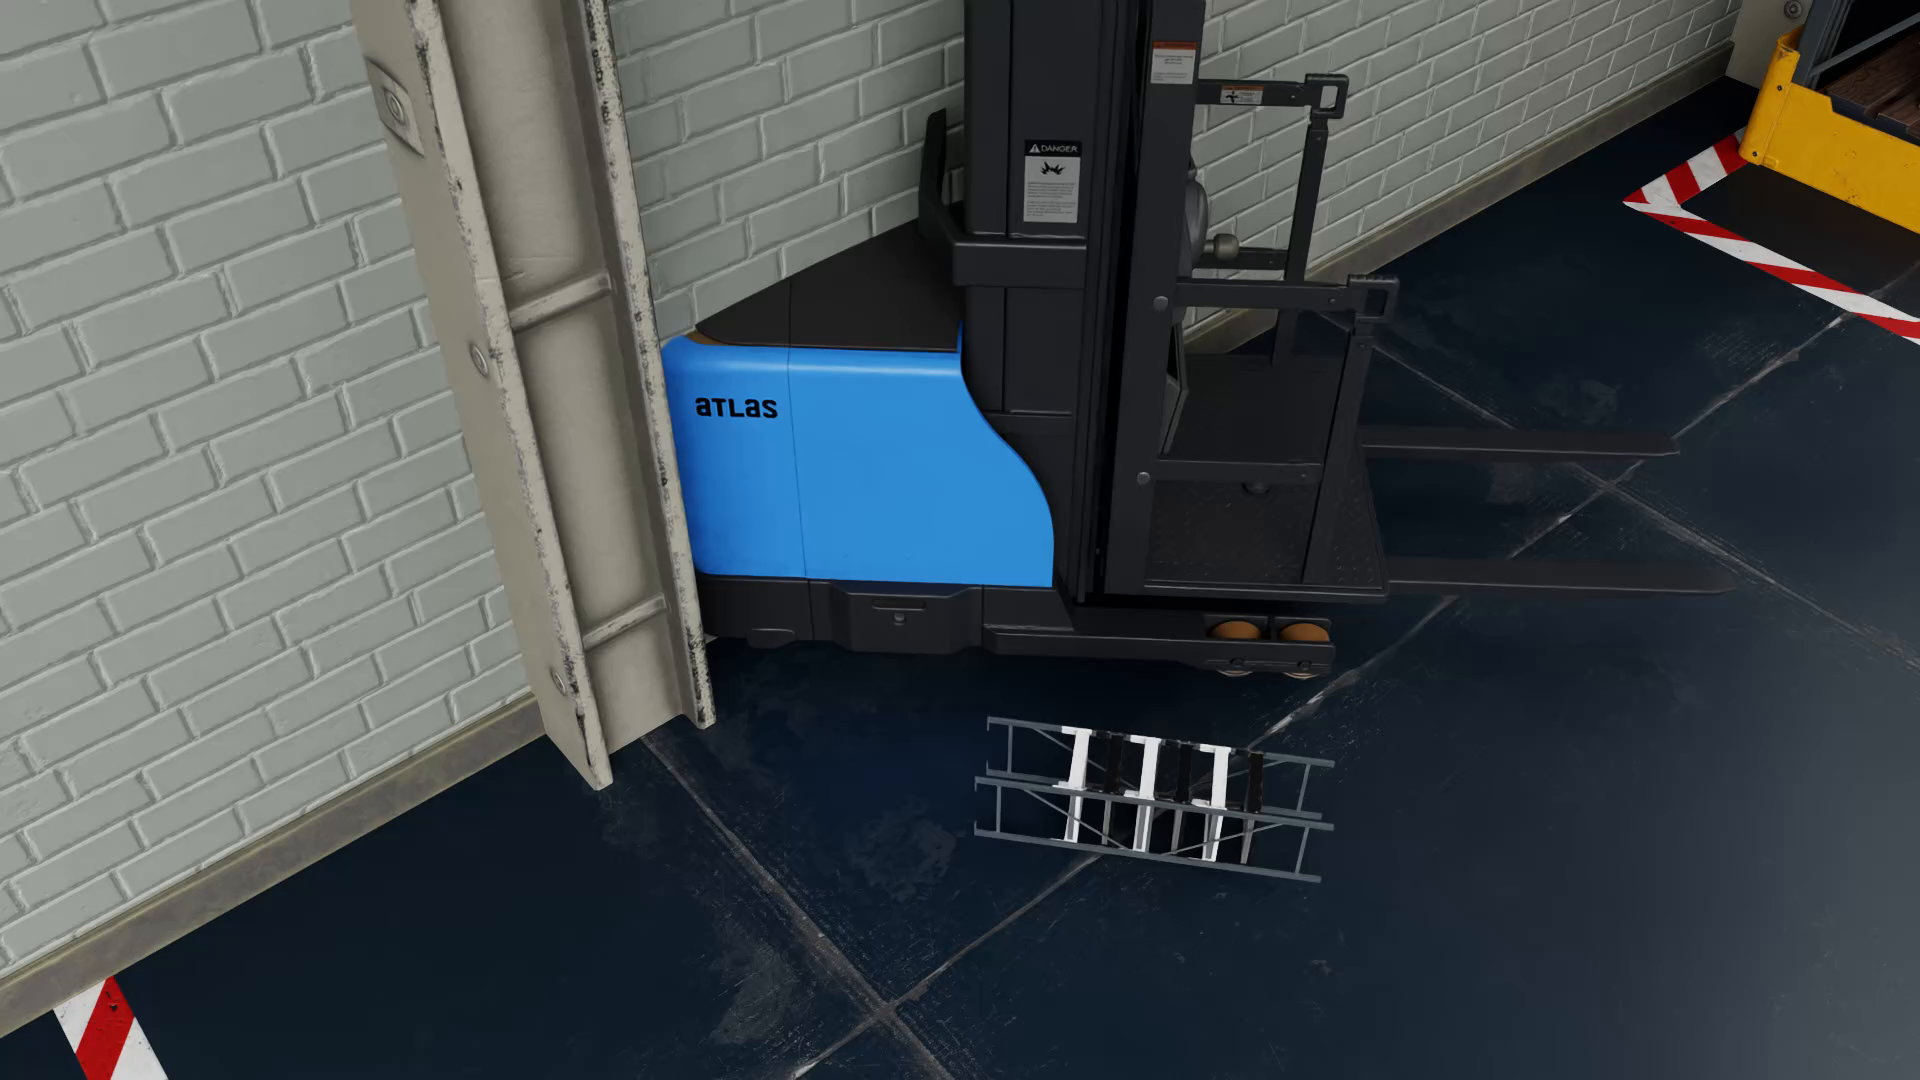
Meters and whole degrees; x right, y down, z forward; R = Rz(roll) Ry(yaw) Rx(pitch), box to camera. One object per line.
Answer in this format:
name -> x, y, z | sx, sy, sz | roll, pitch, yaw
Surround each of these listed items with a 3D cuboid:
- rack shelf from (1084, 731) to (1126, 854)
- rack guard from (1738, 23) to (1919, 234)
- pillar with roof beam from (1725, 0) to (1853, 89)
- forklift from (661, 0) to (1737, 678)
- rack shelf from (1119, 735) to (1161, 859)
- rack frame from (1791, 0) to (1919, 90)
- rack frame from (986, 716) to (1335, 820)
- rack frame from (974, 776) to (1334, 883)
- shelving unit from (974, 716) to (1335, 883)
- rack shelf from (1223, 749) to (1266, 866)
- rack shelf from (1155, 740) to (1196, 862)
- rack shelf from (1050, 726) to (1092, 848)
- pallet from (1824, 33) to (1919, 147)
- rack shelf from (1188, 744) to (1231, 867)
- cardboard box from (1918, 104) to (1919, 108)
rack shelf -> 0.377, 0.657, 4.335 | 0.077, 0.258, 0.200 | 7, 44, 7
rack guard -> 3.744, -1.573, 6.559 | 0.348, 0.500, 1.175 | -30, 51, -28
pillar with roof beam -> 6.429, -3.138, 2.018 | 0.400, 9.000, 9.100 | -30, 51, -28
forklift -> 0.735, -1.043, 4.220 | 3.031, 2.935, 1.130 | 2, 43, 2
rack shelf -> 0.466, 0.668, 4.324 | 0.077, 0.258, 0.200 | 7, 44, 7
rack frame -> 3.685, -2.450, 5.668 | 0.127, 3.000, 1.000 | -30, 51, -28
rack frame -> 0.516, 0.603, 4.393 | 0.900, 0.240, 0.006 | 7, 44, 7
rack frame -> 0.482, 0.740, 4.247 | 0.900, 0.240, 0.006 | 7, 44, 7
shelving unit -> 0.499, 0.672, 4.320 | 0.900, 0.258, 0.210 | 7, 44, 7
rack shelf -> 0.732, 0.699, 4.291 | 0.077, 0.258, 0.200 | 7, 44, 7
rack shelf -> 0.554, 0.678, 4.313 | 0.077, 0.258, 0.200 | 7, 44, 7
rack shelf -> 0.288, 0.647, 4.346 | 0.077, 0.258, 0.200 | 7, 44, 7
pallet -> 4.389, -1.806, 7.018 | 1.213, 0.211, 1.003 | -30, 51, -28
rack shelf -> 0.643, 0.688, 4.302 | 0.077, 0.258, 0.200 | 7, 44, 7
cardboard box -> 4.274, -1.887, 6.711 | 0.500, 0.311, 0.500 | 33, 52, 30
